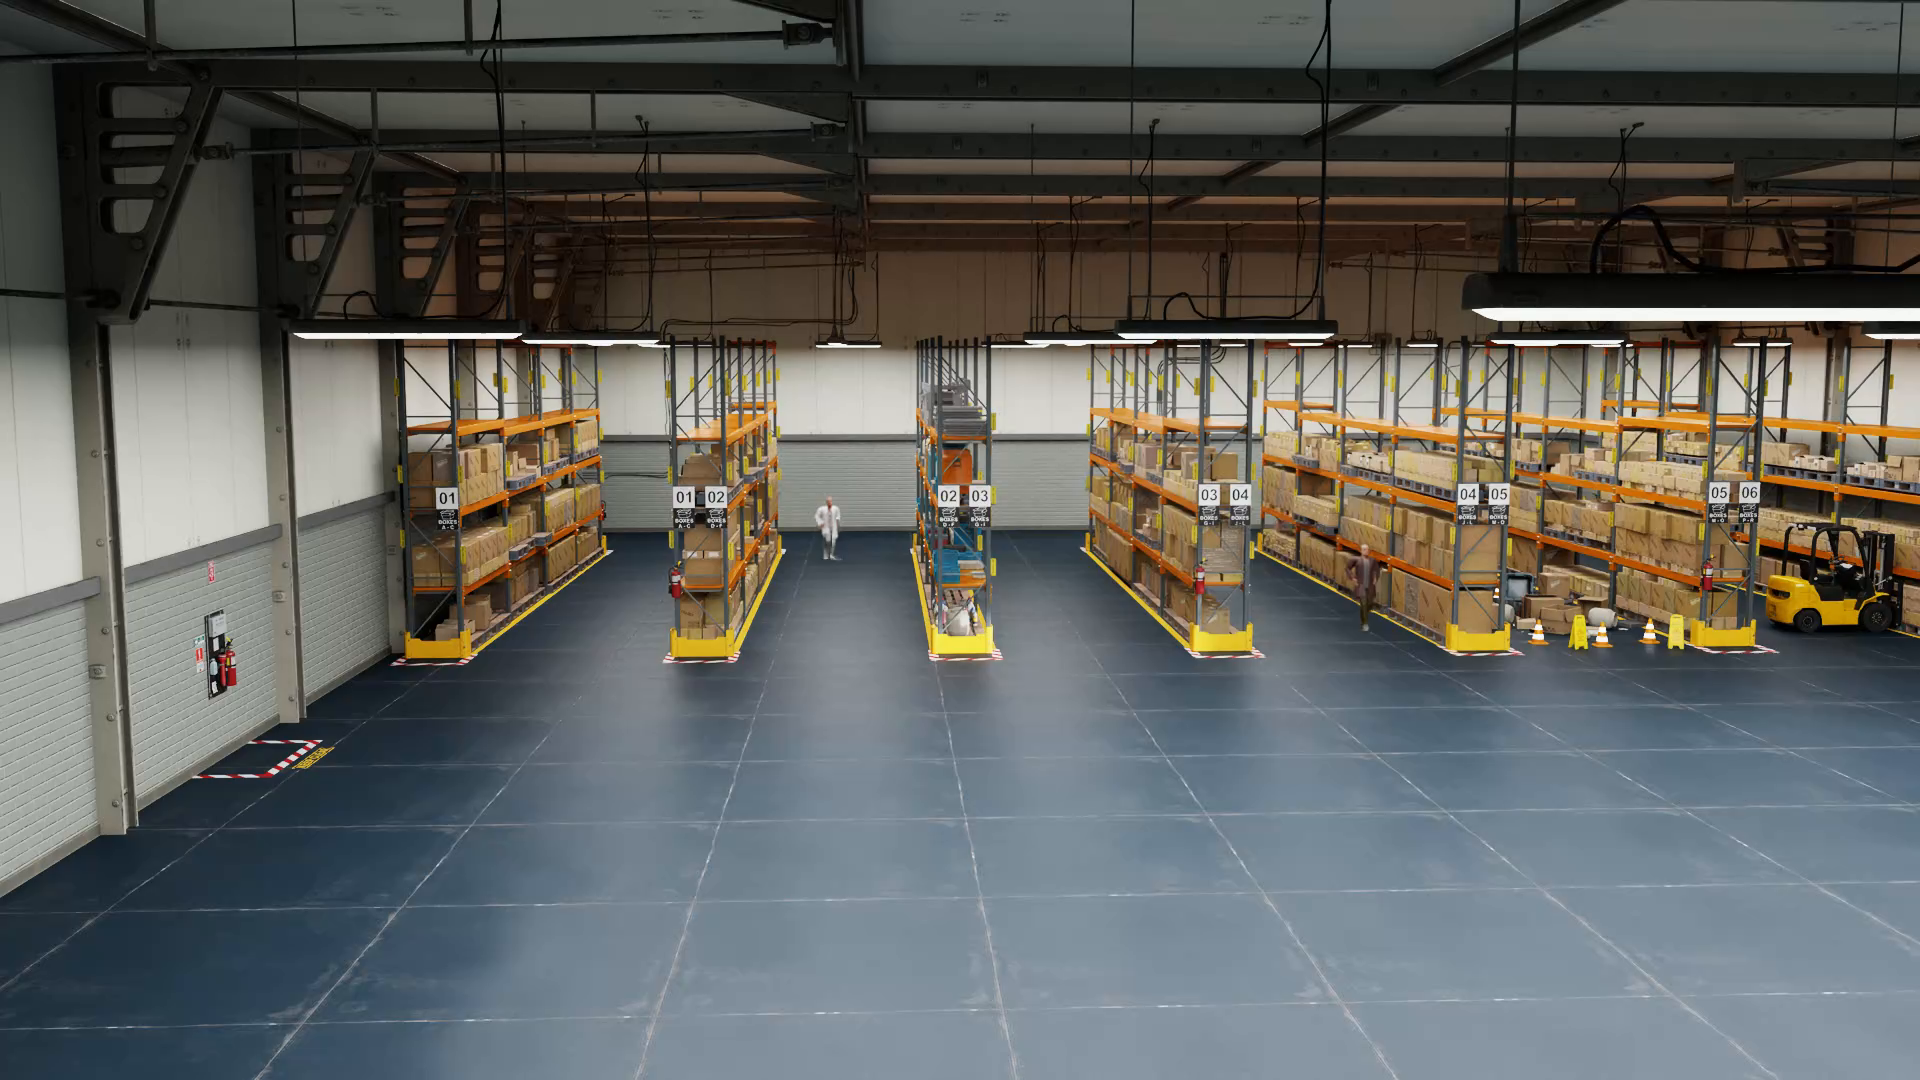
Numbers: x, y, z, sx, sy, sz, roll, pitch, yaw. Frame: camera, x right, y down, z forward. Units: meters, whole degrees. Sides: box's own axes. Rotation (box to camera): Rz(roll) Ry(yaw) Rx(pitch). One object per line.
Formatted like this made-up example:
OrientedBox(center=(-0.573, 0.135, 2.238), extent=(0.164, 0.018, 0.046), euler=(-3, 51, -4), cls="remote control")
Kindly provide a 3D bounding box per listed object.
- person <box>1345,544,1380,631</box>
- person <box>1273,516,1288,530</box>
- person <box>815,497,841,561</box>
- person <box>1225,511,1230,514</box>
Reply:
OrientedBox(center=(8.312, 0.960, 34.313), extent=(0.720, 1.762, 0.795), euler=(0, 7, -4), cls="person")
OrientedBox(center=(9.558, -0.657, 49.167), extent=(0.596, 1.619, 0.590), euler=(0, 6, 2), cls="person")
OrientedBox(center=(-3.578, -0.300, 45.488), extent=(0.657, 1.745, 0.818), euler=(-2, 7, -20), cls="person")
OrientedBox(center=(7.960, -0.575, 48.289), extent=(0.632, 1.640, 0.753), euler=(5, 8, 35), cls="person")
